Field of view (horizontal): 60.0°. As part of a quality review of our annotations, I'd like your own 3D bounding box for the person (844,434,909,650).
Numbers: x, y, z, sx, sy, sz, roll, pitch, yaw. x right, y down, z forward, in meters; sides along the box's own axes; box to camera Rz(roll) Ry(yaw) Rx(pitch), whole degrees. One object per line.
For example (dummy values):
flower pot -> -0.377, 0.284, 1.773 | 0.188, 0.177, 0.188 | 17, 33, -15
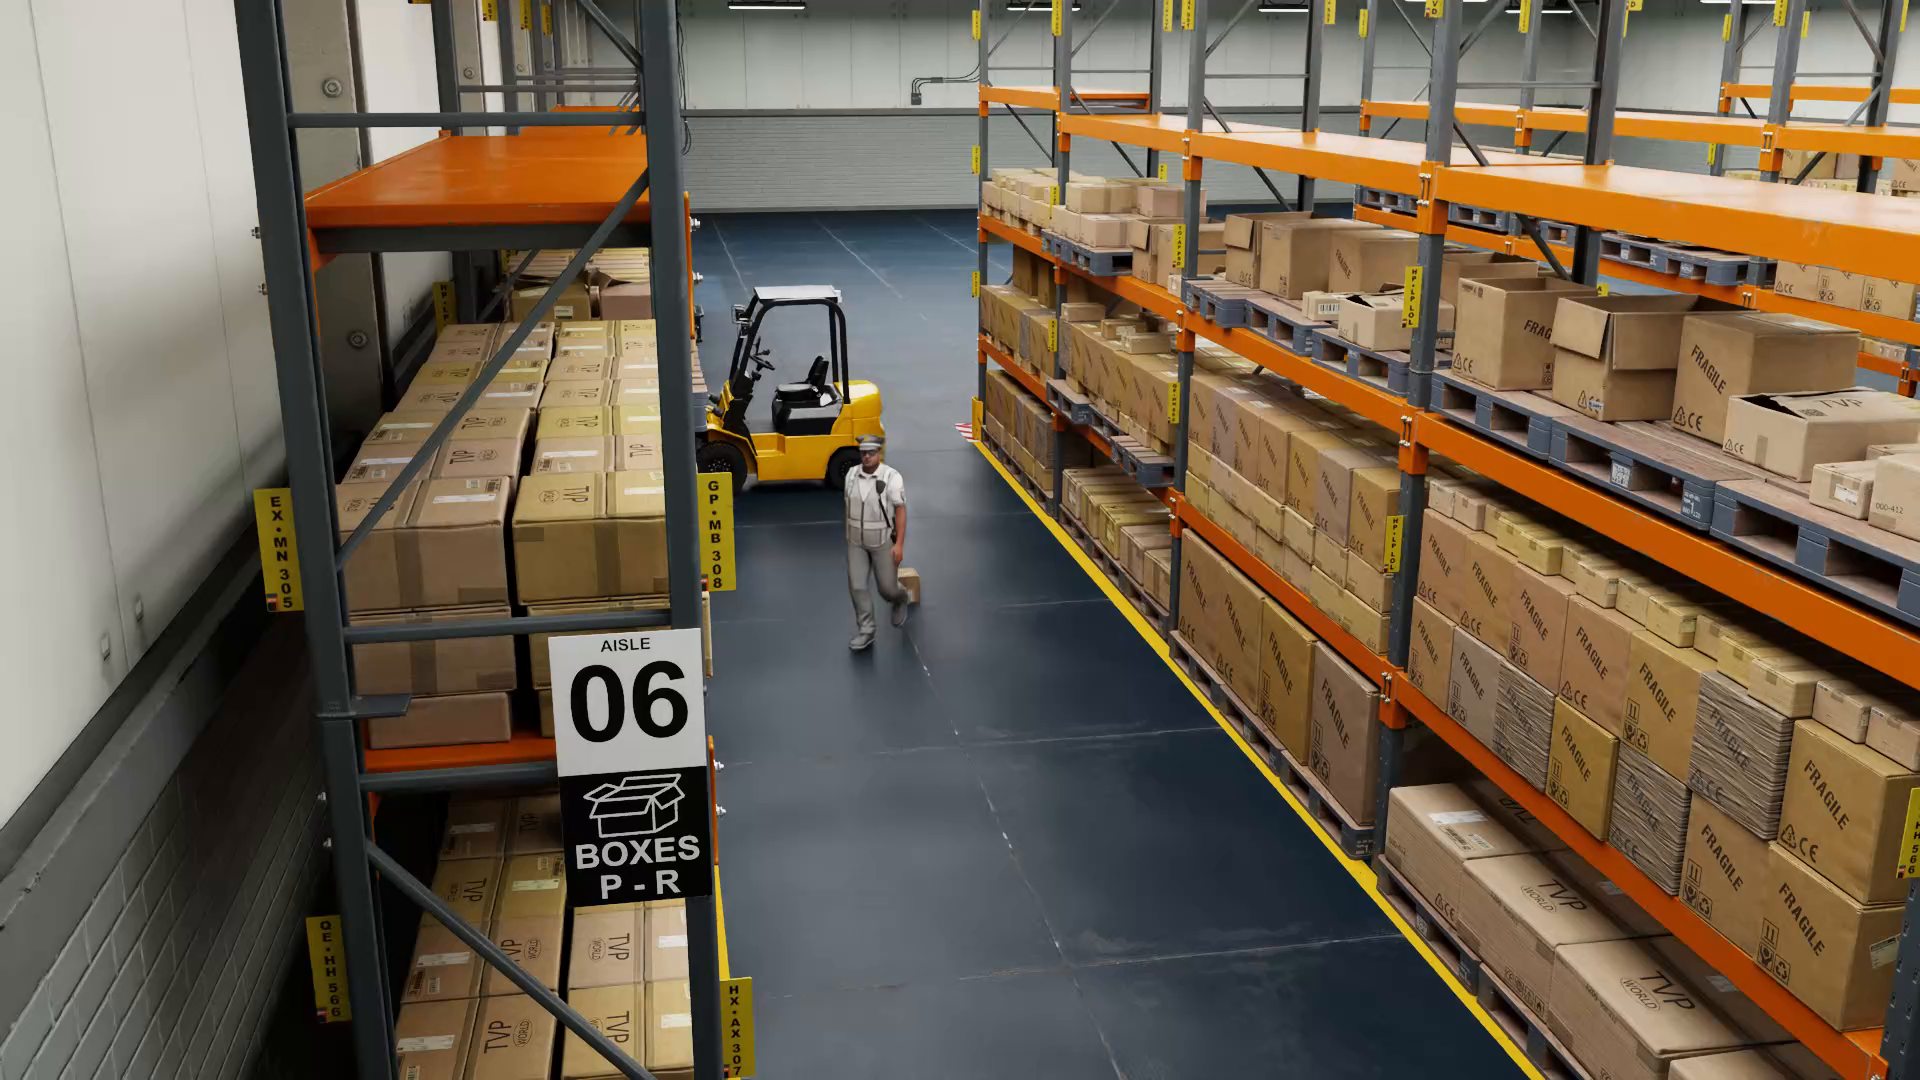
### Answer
person -> -0.683, -0.027, 13.521 | 0.542, 1.748, 0.738 | 6, 17, 19
